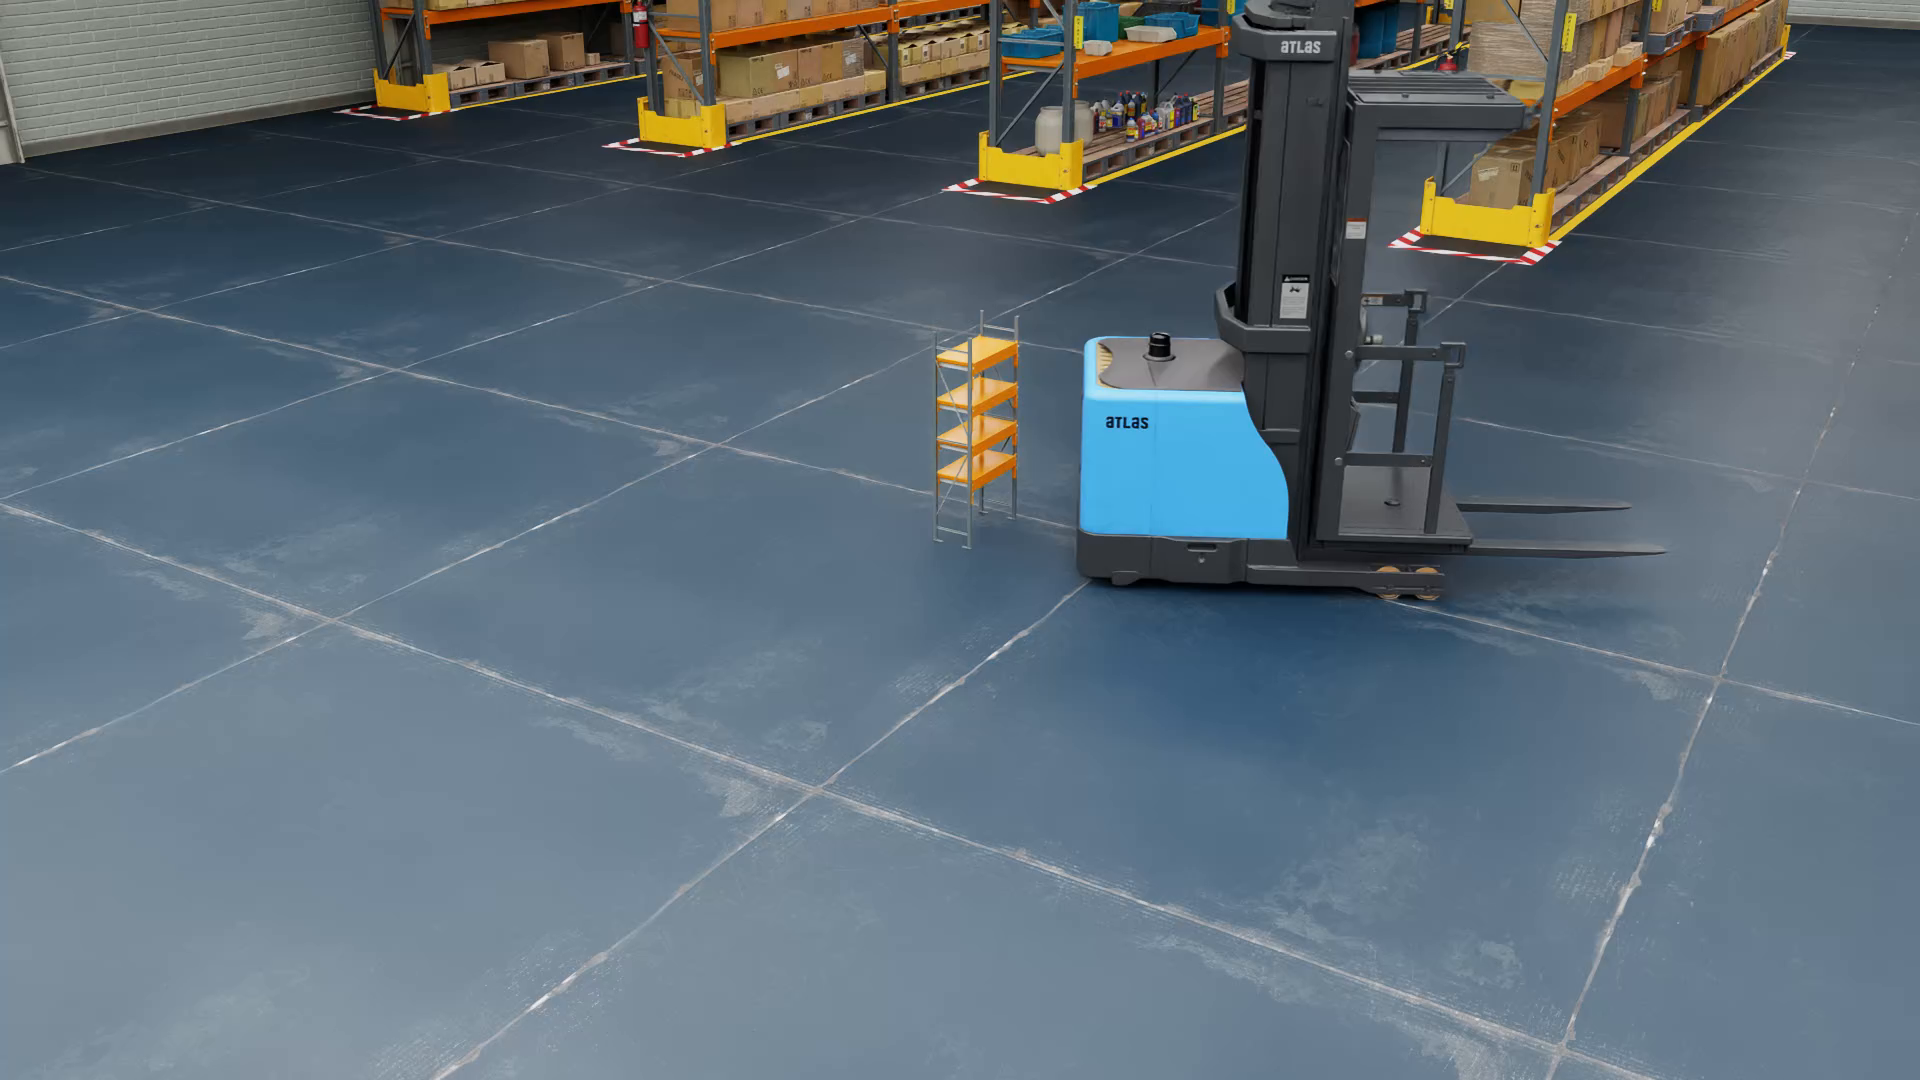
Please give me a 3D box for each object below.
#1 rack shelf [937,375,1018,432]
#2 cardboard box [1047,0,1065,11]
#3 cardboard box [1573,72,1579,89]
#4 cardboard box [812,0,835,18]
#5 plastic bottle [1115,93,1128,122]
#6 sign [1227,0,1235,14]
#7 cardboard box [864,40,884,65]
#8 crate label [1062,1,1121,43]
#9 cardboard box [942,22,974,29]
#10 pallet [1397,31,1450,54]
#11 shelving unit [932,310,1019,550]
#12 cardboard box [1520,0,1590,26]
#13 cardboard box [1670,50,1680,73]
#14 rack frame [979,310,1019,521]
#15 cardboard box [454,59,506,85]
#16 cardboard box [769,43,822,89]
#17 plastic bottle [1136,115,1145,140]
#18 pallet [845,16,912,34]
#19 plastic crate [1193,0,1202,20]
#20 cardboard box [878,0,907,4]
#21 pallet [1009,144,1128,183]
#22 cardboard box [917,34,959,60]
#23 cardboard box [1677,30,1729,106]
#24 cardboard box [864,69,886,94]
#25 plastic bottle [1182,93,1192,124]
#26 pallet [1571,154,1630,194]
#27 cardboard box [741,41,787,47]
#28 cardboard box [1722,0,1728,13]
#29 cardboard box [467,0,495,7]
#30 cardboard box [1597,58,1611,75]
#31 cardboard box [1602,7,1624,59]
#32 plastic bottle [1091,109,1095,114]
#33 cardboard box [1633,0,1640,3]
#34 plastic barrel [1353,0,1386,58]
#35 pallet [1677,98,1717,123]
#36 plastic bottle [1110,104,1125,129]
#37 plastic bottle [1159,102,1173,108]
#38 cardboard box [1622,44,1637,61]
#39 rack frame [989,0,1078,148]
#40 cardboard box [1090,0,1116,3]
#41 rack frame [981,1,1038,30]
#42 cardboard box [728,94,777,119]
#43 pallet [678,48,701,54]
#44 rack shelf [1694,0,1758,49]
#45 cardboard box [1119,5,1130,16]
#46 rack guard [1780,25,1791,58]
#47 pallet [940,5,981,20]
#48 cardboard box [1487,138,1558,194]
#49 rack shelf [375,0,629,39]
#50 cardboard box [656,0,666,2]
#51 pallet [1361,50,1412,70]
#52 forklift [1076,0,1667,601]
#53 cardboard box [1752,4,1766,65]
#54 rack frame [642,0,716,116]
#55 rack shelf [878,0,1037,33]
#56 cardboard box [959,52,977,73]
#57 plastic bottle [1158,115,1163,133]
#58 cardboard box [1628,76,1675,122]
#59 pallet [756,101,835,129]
[{"bbox_3d":[0.087,-0.750,9.079,0.258,0.148,0.480,14,27,29],"label":"rack shelf"},{"bbox_3d":[1.643,-9.165,28.294,0.500,0.250,0.500,13,27,28],"label":"cardboard box"},{"bbox_3d":[5.741,-4.439,16.045,0.380,0.149,0.250,14,27,29],"label":"cardboard box"},{"bbox_3d":[-2.092,-7.232,22.054,0.700,0.500,0.500,14,27,30],"label":"cardboard box"},{"bbox_3d":[2.005,-5.383,20.689,0.144,0.351,0.185,13,26,27],"label":"plastic bottle"},{"bbox_3d":[3.345,-6.654,20.496,0.100,0.325,0.005,14,27,29],"label":"sign"},{"bbox_3d":[-1.353,-7.070,24.033,0.500,0.311,0.500,14,27,29],"label":"cardboard box"},{"bbox_3d":[1.514,-5.990,19.266,0.502,0.435,0.616,14,27,29],"label":"crate label"},{"bbox_3d":[-0.009,-7.929,26.017,0.500,0.311,0.500,13,27,28],"label":"cardboard box"},{"bbox_3d":[8.101,-8.736,29.164,1.003,0.211,1.213,14,27,29],"label":"pallet"},{"bbox_3d":[0.087,-0.606,9.141,0.258,1.200,0.503,14,27,29],"label":"shelving unit"},{"bbox_3d":[5.503,-5.028,15.329,0.500,0.500,0.500,14,27,29],"label":"cardboard box"},{"bbox_3d":[8.873,-6.124,21.270,0.500,0.250,0.500,15,28,31],"label":"cardboard box"},{"bbox_3d":[0.216,-0.689,9.331,0.240,1.200,0.015,14,27,29],"label":"rack frame"},{"bbox_3d":[-6.901,-6.747,23.890,0.500,0.311,0.500,16,28,33],"label":"cardboard box"},{"bbox_3d":[-2.168,-6.250,21.900,0.500,0.500,0.500,14,27,29],"label":"cardboard box"},{"bbox_3d":[2.129,-4.870,19.590,0.061,0.283,0.133,14,27,30],"label":"plastic bottle"},{"bbox_3d":[-1.656,-9.866,31.775,1.003,0.211,1.213,14,27,29],"label":"pallet"},{"bbox_3d":[2.879,-6.903,21.339,0.402,0.464,0.583,14,27,29],"label":"plastic crate"},{"bbox_3d":[-1.100,-7.792,23.661,0.500,0.250,0.500,16,28,32],"label":"cardboard box"},{"bbox_3d":[1.207,-4.325,18.974,1.003,0.211,1.213,14,27,29],"label":"pallet"},{"bbox_3d":[-0.353,-7.303,24.571,0.500,0.311,0.500,13,27,27],"label":"cardboard box"},{"bbox_3d":[9.583,-6.404,22.413,1.225,0.875,0.875,12,26,27],"label":"cardboard box"},{"bbox_3d":[-1.382,-6.414,23.222,0.500,0.250,0.500,14,27,29],"label":"cardboard box"},{"bbox_3d":[2.788,-5.354,20.623,0.144,0.351,0.185,13,27,28],"label":"plastic bottle"},{"bbox_3d":[6.767,-4.094,18.441,1.003,0.211,1.213,14,27,29],"label":"pallet"},{"bbox_3d":[-2.623,-6.362,22.160,0.500,0.500,0.500,14,27,29],"label":"cardboard box"},{"bbox_3d":[9.959,-7.285,22.177,0.500,0.500,0.500,13,27,28],"label":"cardboard box"},{"bbox_3d":[-6.854,-7.589,23.167,0.500,0.250,0.500,13,27,27],"label":"cardboard box"},{"bbox_3d":[6.424,-4.855,17.006,0.380,0.149,0.250,14,27,29],"label":"cardboard box"},{"bbox_3d":[6.329,-5.300,17.217,0.875,0.500,0.500,14,27,29],"label":"cardboard box"},{"bbox_3d":[1.526,-5.039,19.988,0.152,0.276,0.135,14,27,29],"label":"plastic bottle"},{"bbox_3d":[6.825,-5.871,17.276,0.500,0.500,0.500,14,27,29],"label":"cardboard box"},{"bbox_3d":[6.428,-8.157,26.428,0.600,0.901,0.708,14,27,29],"label":"plastic barrel"},{"bbox_3d":[9.681,-5.929,22.679,1.003,0.211,1.213,14,27,29],"label":"pallet"},{"bbox_3d":[1.920,-5.183,20.320,0.152,0.276,0.135,14,27,29],"label":"plastic bottle"},{"bbox_3d":[2.548,-5.278,20.540,0.152,0.276,0.135,14,27,29],"label":"plastic bottle"},{"bbox_3d":[7.087,-5.276,17.978,0.380,0.149,0.250,14,27,29],"label":"cardboard box"},{"bbox_3d":[0.773,-5.296,17.707,1.000,3.000,0.127,14,27,29],"label":"rack frame"},{"bbox_3d":[2.435,-9.328,29.614,0.500,0.500,0.500,13,26,27],"label":"cardboard box"},{"bbox_3d":[0.787,-9.035,26.345,1.000,3.000,0.127,14,27,29],"label":"rack frame"},{"bbox_3d":[-2.700,-5.570,21.273,0.500,0.250,0.500,14,27,29],"label":"cardboard box"},{"bbox_3d":[-4.481,-8.119,27.738,1.003,0.211,1.213,14,27,29],"label":"pallet"},{"bbox_3d":[10.256,-7.303,23.249,1.077,0.370,4.000,14,27,29],"label":"rack shelf"},{"bbox_3d":[2.612,-9.048,28.968,0.500,0.500,0.500,14,27,29],"label":"cardboard box"},{"bbox_3d":[13.434,-8.519,28.299,1.175,0.500,0.348,14,27,29],"label":"rack guard"},{"bbox_3d":[-0.203,-10.796,33.923,1.003,0.211,1.213,14,27,29],"label":"pallet"},{"bbox_3d":[5.611,-3.720,16.684,0.500,0.500,0.500,-20,31,-39],"label":"cardboard box"},{"bbox_3d":[-6.588,-7.717,24.205,1.077,0.370,4.000,14,27,29],"label":"rack shelf"},{"bbox_3d":[-4.659,-8.698,27.216,0.500,0.250,0.500,13,27,27],"label":"cardboard box"},{"bbox_3d":[6.661,-7.815,27.036,1.003,0.211,1.213,14,27,29],"label":"pallet"},{"bbox_3d":[2.152,-1.254,8.457,3.031,2.935,1.130,2,23,4],"label":"forklift"},{"bbox_3d":[11.727,-7.732,25.480,0.875,0.875,0.875,14,27,29],"label":"cardboard box"},{"bbox_3d":[-3.433,-6.335,20.108,1.000,3.000,0.127,14,27,29],"label":"rack frame"},{"bbox_3d":[-0.268,-8.030,24.929,1.077,0.370,4.000,14,27,29],"label":"rack shelf"},{"bbox_3d":[-0.089,-7.219,25.083,0.500,0.250,0.500,14,27,30],"label":"cardboard box"},{"bbox_3d":[2.389,-5.012,20.021,0.097,0.201,0.097,0,23,0],"label":"plastic bottle"},{"bbox_3d":[8.583,-5.592,20.985,0.700,0.500,0.500,11,26,25],"label":"cardboard box"},{"bbox_3d":[-2.421,-5.732,22.226,1.003,0.211,1.213,14,27,29],"label":"pallet"}]
